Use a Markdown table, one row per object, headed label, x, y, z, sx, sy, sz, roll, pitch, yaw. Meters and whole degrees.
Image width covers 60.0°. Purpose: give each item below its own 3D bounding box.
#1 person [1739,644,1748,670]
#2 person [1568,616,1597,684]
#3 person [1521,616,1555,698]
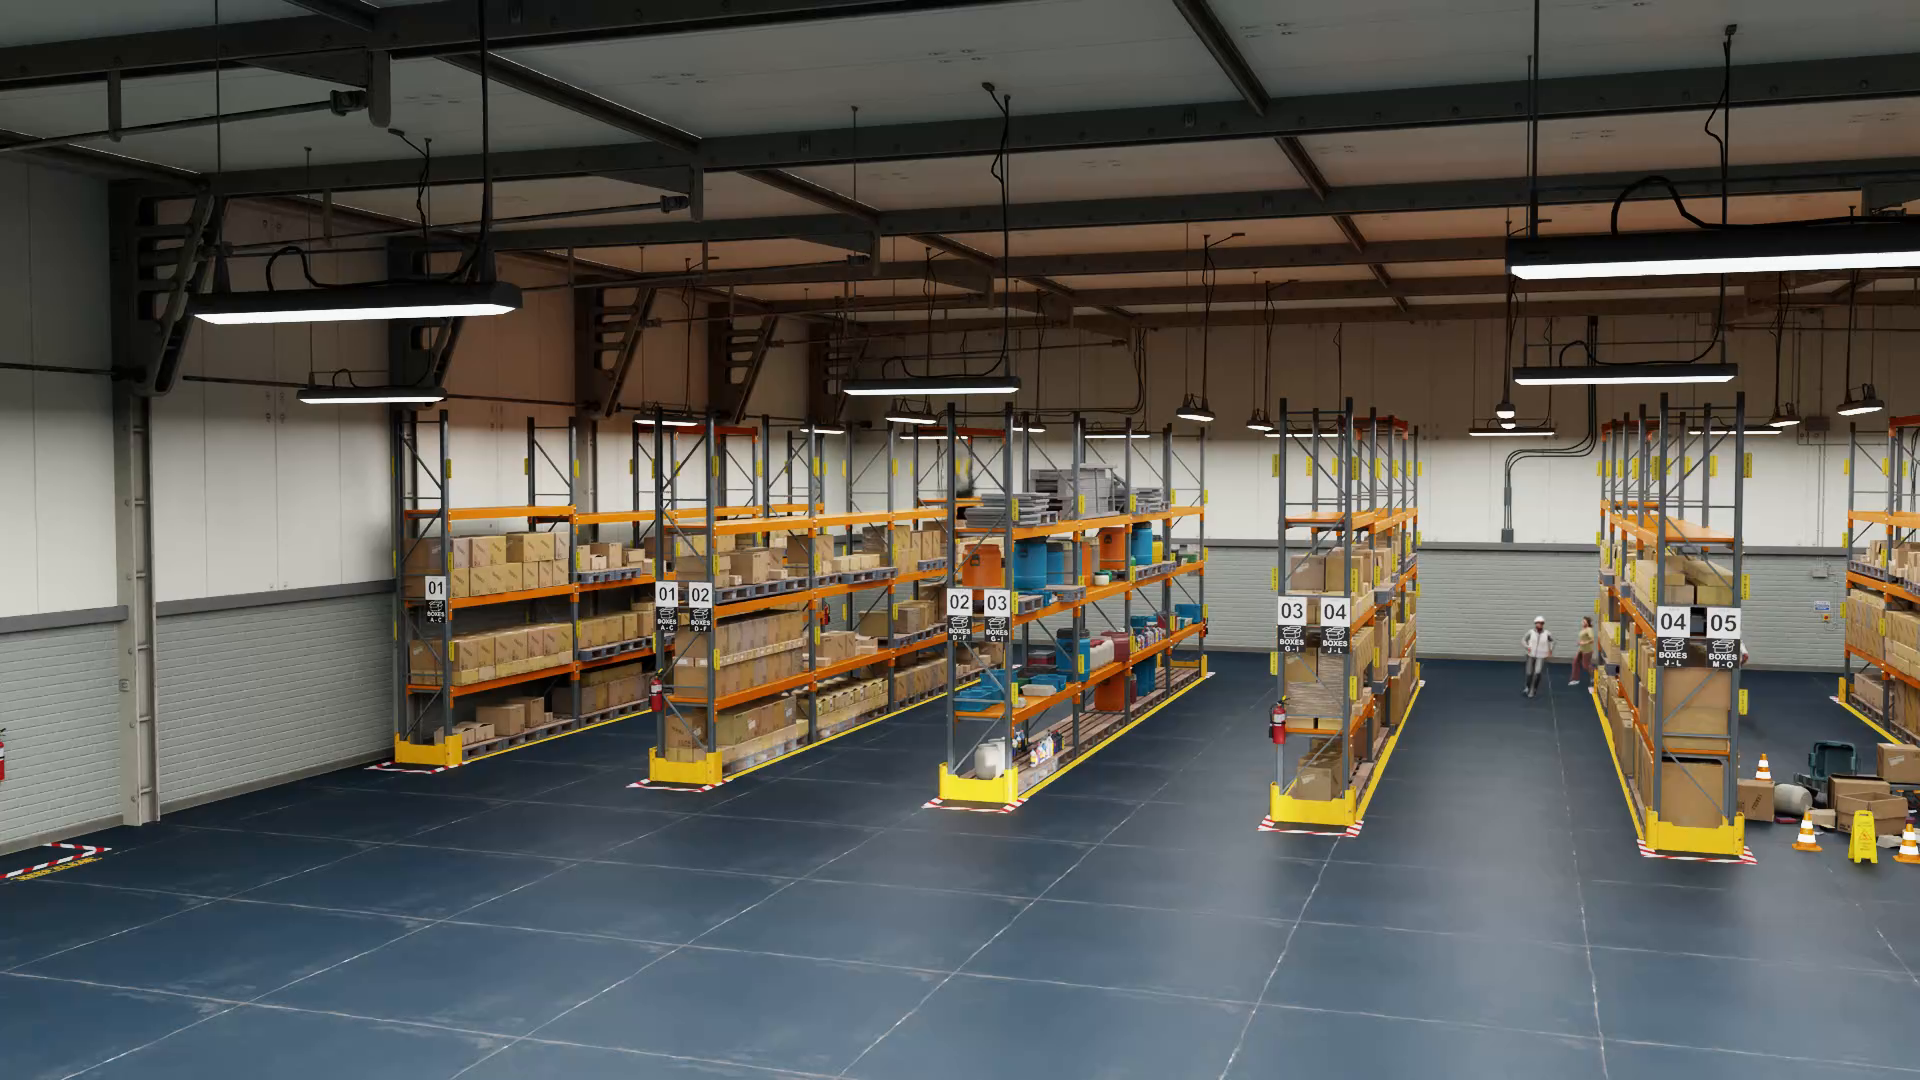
| label | x | y | z | sx | sy | sz | roll | pitch | yaw |
| --- | --- | --- | --- | --- | --- | --- | --- | --- | --- |
| person | 15.834 | 2.658 | 34.239 | 0.675 | 1.745 | 0.821 | 0 | 2 | 11 |
| person | 14.524 | 2.516 | 38.335 | 0.680 | 1.532 | 0.693 | 0 | 2 | 2 |
| person | 12.669 | 2.568 | 36.491 | 0.703 | 1.794 | 0.699 | 1 | 3 | 26 |
